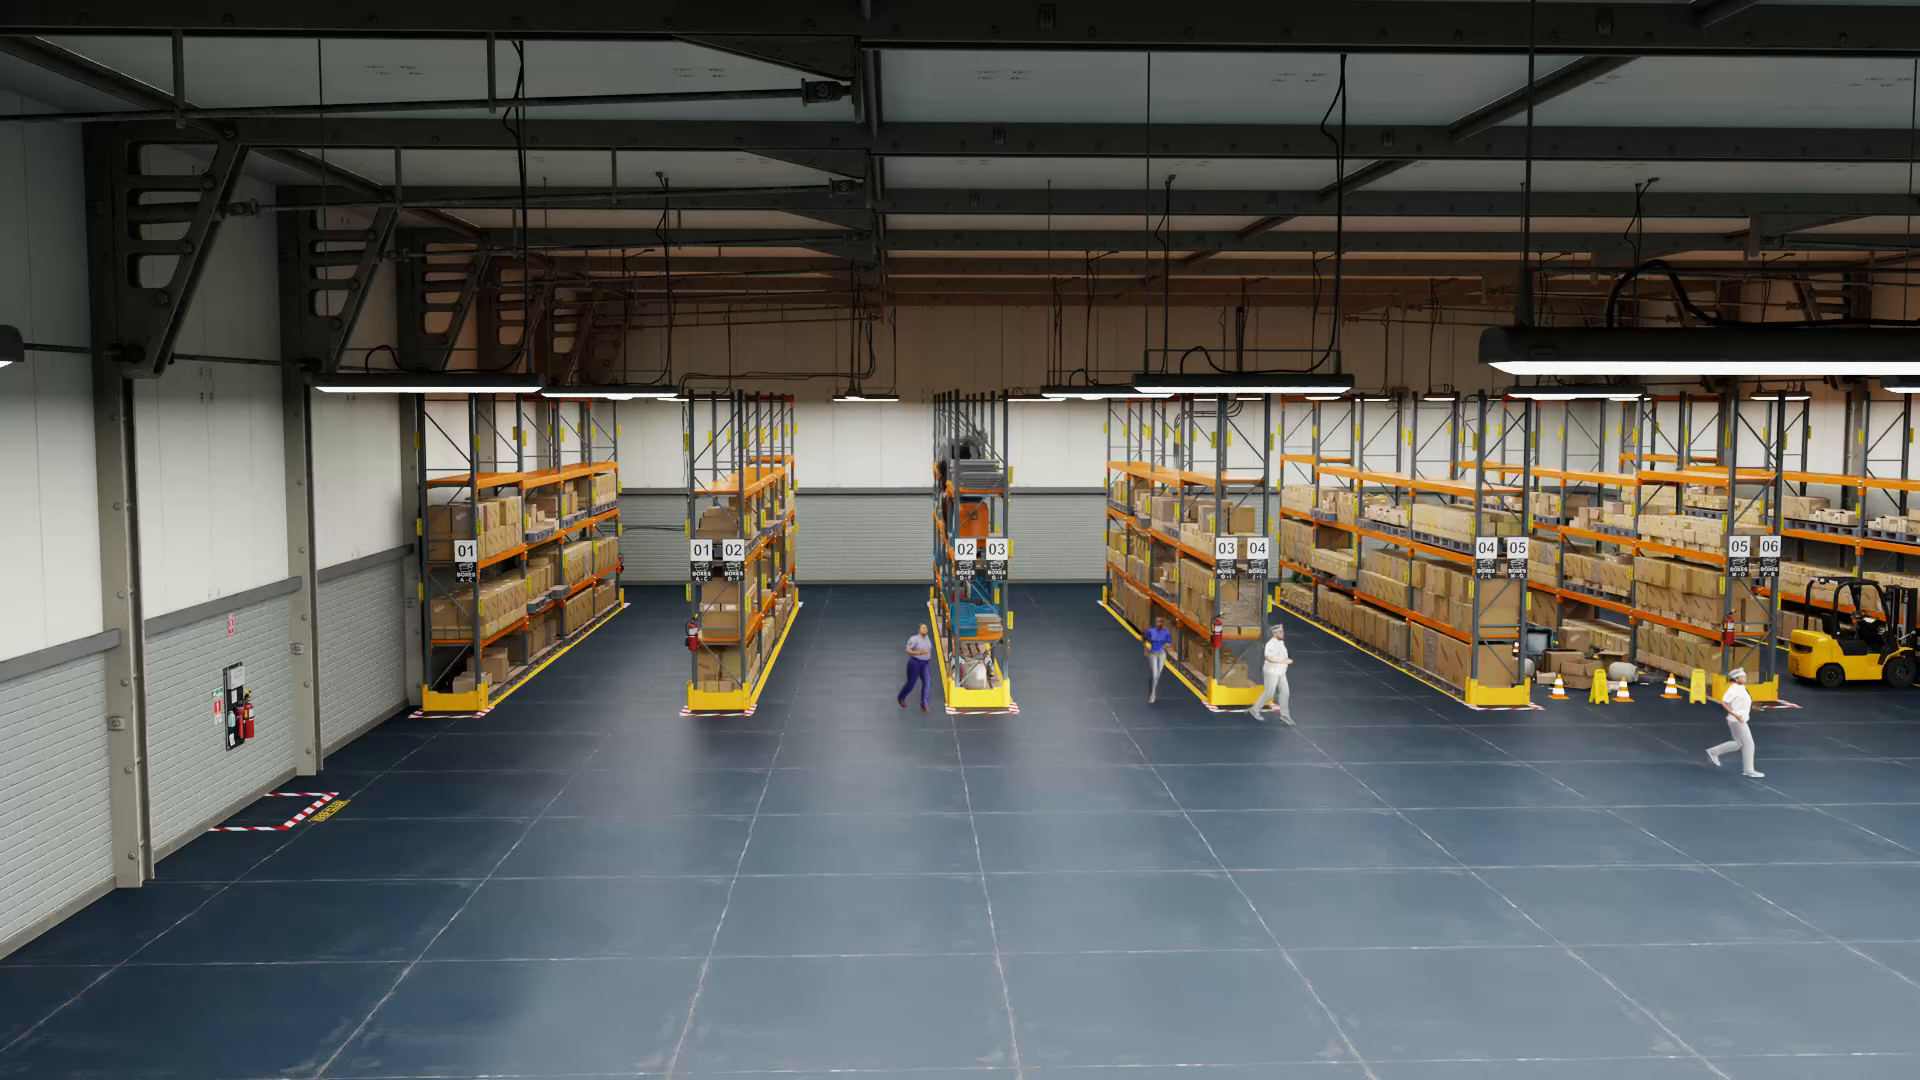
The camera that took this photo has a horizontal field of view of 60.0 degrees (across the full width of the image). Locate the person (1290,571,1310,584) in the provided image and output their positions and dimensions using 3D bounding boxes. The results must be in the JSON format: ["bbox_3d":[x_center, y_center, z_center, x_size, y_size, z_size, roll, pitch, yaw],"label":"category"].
[{"bbox_3d":[10.004,0.852,48.728,0.876,1.844,0.643,-1,5,-14],"label":"person"}]

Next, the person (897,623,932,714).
[{"bbox_3d":[-0.769,2.375,31.093,0.613,1.676,0.849,-4,6,-37],"label":"person"}]

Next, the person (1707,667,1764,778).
[{"bbox_3d":[11.984,2.789,25.679,0.850,1.670,0.588,3,6,35],"label":"person"}]

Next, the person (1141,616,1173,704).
[{"bbox_3d":[3.810,2.311,32.088,0.562,1.712,0.745,-1,5,-7],"label":"person"}]

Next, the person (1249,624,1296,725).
[{"bbox_3d":[5.636,2.412,29.881,0.834,1.835,0.682,3,6,36],"label":"person"}]
